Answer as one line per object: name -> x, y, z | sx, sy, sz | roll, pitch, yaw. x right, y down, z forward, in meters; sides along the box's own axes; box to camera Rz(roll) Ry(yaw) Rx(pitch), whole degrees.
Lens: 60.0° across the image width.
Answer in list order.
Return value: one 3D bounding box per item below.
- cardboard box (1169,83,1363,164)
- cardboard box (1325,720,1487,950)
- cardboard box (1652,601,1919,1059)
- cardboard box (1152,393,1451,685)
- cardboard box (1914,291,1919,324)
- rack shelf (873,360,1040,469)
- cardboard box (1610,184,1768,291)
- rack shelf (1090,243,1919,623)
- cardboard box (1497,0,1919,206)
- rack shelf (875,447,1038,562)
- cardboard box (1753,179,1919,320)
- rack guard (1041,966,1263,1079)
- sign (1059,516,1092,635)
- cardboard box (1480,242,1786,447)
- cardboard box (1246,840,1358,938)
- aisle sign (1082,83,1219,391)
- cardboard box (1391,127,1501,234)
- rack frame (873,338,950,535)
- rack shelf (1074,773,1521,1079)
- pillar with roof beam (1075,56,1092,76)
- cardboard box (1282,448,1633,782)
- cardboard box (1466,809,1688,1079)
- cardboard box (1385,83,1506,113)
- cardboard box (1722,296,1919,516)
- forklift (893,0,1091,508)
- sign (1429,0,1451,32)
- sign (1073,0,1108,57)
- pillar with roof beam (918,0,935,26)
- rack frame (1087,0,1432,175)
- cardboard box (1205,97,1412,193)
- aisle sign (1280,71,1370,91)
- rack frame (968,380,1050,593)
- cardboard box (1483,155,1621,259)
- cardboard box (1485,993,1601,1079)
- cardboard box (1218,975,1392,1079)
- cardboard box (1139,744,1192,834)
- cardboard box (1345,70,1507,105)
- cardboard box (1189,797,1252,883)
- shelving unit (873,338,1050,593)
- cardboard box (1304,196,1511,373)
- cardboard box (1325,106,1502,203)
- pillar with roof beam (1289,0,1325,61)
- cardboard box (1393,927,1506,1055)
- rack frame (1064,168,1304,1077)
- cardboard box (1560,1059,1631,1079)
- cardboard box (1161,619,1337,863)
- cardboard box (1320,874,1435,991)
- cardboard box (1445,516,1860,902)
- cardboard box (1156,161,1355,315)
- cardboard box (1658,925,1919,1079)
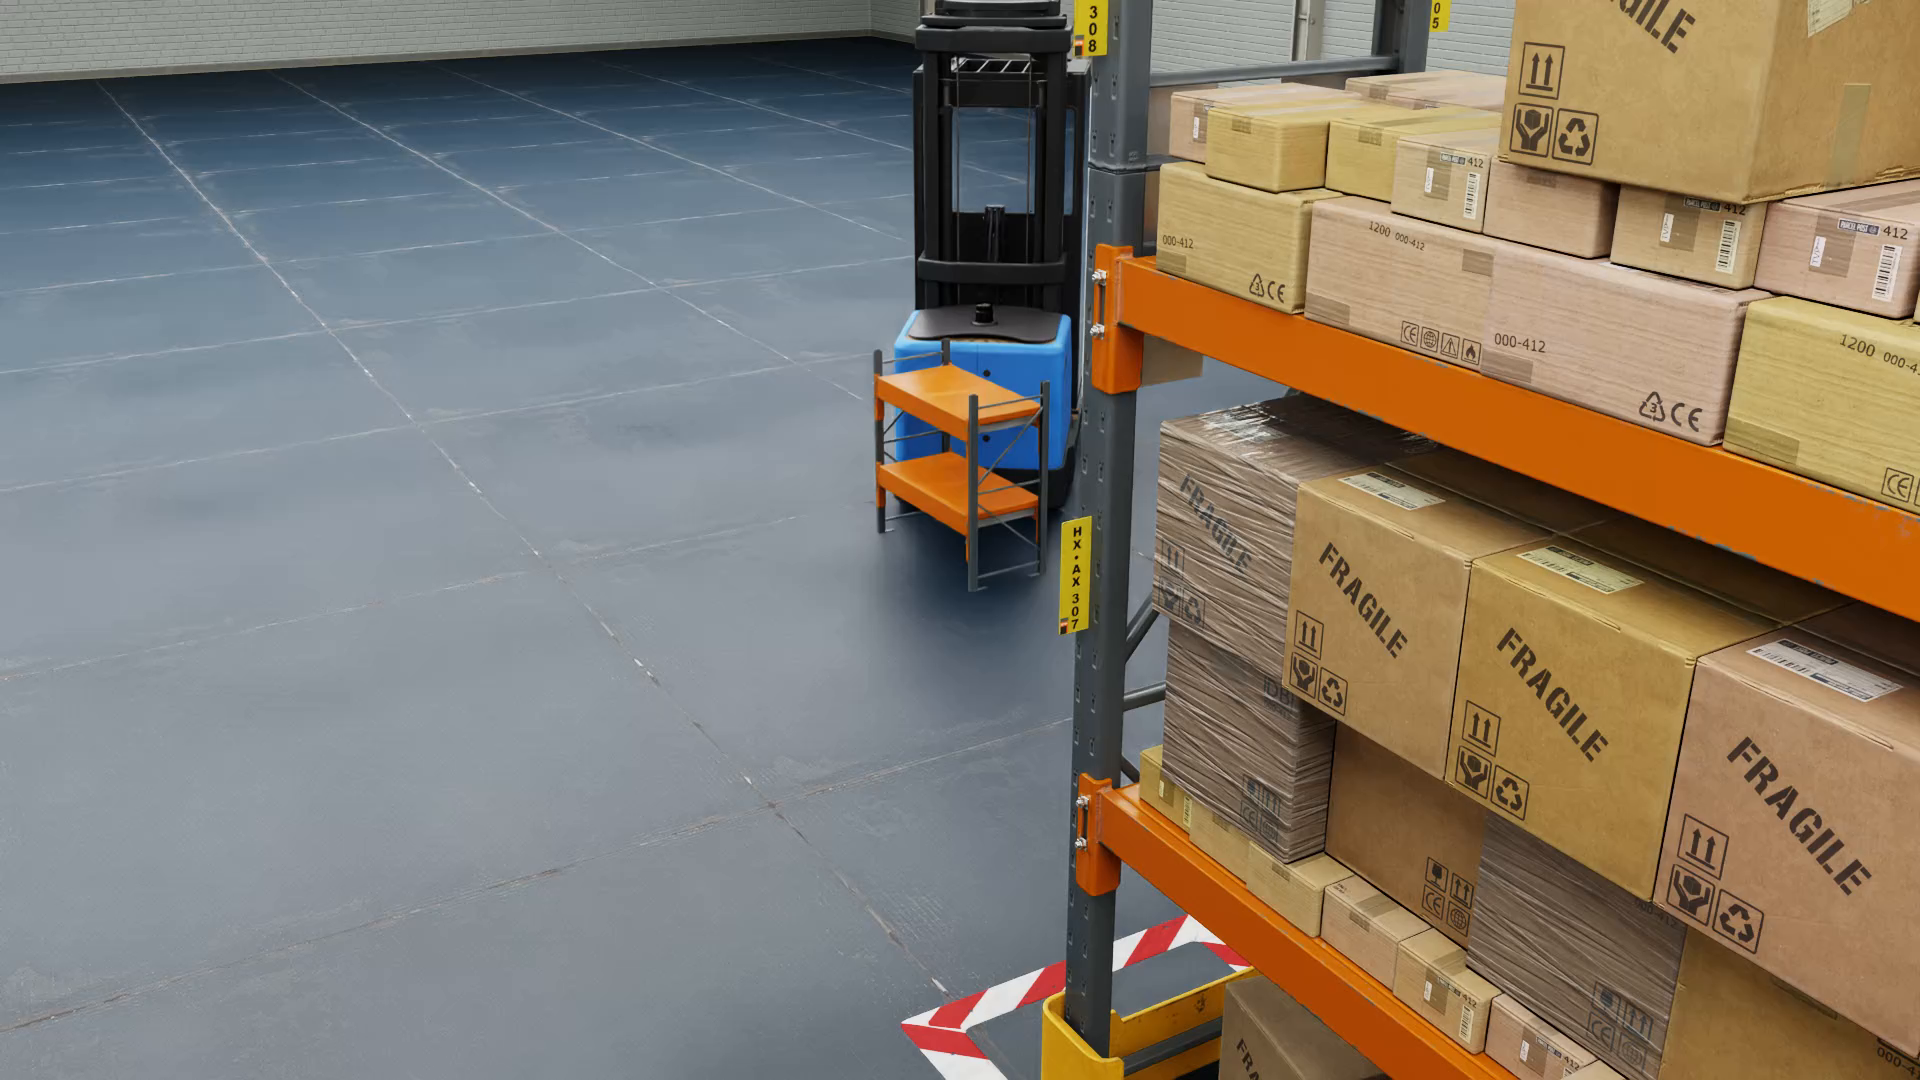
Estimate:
cardboard box -> 0.719, -0.978, 3.921 | 0.380, 0.149, 0.250 | -13, 25, -29
cardboard box -> 1.393, 0.531, 3.994 | 0.875, 0.500, 0.500 | -13, 25, -28
cardboard box -> 1.590, 0.462, 2.836 | 0.500, 0.500, 0.500 | -13, 25, -28
cardboard box -> 0.824, -0.024, 4.031 | 0.500, 0.500, 0.500 | -13, 25, -28
cardboard box -> 1.666, -0.396, 2.489 | 0.380, 0.149, 0.250 | -14, 26, -30
rack shelf -> -0.007, -0.717, 9.304 | 0.538, 0.278, 1.000 | -13, 26, -30
cardboard box -> 1.354, -0.551, 2.869 | 0.380, 0.149, 0.250 | -14, 26, -31
rack shelf -> 1.799, -0.016, 2.839 | 1.077, 0.370, 4.000 | -13, 25, -28
cardboard box -> 1.303, -0.880, 2.817 | 0.500, 0.500, 0.500 | -13, 25, -28
rack shelf -> -0.007, -0.219, 9.506 | 0.538, 0.278, 1.000 | -13, 26, -30
cardboard box -> 1.522, -0.479, 2.692 | 0.380, 0.149, 0.250 | -13, 25, -29
rack guard -> 0.816, 1.576, 5.271 | 1.175, 0.500, 0.348 | -13, 25, -28
sign -> 0.311, 0.096, 4.441 | 0.100, 0.325, 0.005 | -13, 25, -28
cardboard box -> 1.319, -0.395, 3.014 | 0.500, 0.250, 0.500 | -13, 25, -28
cardboard box -> 0.944, 0.816, 4.154 | 0.380, 0.149, 0.250 | -13, 25, -28
aisle sign -> 0.488, -0.774, 4.279 | 0.394, 0.787, 0.004 | -13, 25, -28
cardboard box -> 1.081, -0.716, 3.275 | 0.380, 0.149, 0.250 | -12, 25, -26
rack frame -> -0.278, -0.608, 9.813 | 0.500, 1.125, 0.032 | -13, 26, -30
rack shelf -> 1.799, 1.374, 3.404 | 1.077, 0.370, 4.000 | -13, 25, -28
pillar with roof beam -> -1.307, -12.125, 27.692 | 9.100, 9.000, 0.400 | -13, 25, -28
cardboard box -> 1.073, 0.139, 3.629 | 0.500, 0.500, 0.500 | -13, 25, -28
cardboard box -> 1.611, 0.701, 3.575 | 0.875, 0.500, 0.500 | -13, 25, -28
cardboard box -> 1.219, -0.975, 3.913 | 0.380, 0.149, 0.250 | -14, 26, -30
cardboard box -> 1.590, -0.227, 2.602 | 0.500, 0.250, 0.500 | -12, 25, -27
forklift -> 0.276, -2.071, 11.014 | 1.130, 2.935, 3.031 | 3, 22, 6
sign -> 1.265, -1.507, 4.376 | 0.100, 0.325, 0.005 | -13, 25, -28
sign -> 0.311, -1.297, 3.875 | 0.100, 0.325, 0.005 | -13, 25, -28
pillar with roof beam -> -4.372, -14.067, 32.470 | 9.100, 9.000, 0.400 | -13, 25, -28
rack frame -> 0.777, -2.386, 3.731 | 1.000, 3.000, 0.127 | -13, 25, -28
cardboard box -> 0.768, -0.876, 3.668 | 0.380, 0.149, 0.250 | -12, 25, -27
aisle sign -> 1.003, -0.889, 4.563 | 0.394, 0.787, 0.004 | -13, 25, -28
rack frame -> 0.264, -0.284, 9.016 | 0.500, 1.125, 0.032 | -13, 26, -30
cardboard box -> 1.202, -0.636, 3.079 | 0.380, 0.149, 0.250 | -13, 25, -28
cardboard box -> 1.362, 1.051, 3.576 | 0.380, 0.149, 0.250 | -13, 25, -28
cardboard box -> 1.082, 1.562, 4.747 | 0.500, 0.500, 0.500 | -8, 23, -18
cardboard box -> 0.718, 0.648, 4.568 | 0.380, 0.149, 0.250 | -13, 25, -28
cardboard box -> 1.187, -1.082, 4.176 | 0.380, 0.149, 0.250 | -13, 25, -28
cardboard box -> 0.829, 0.732, 4.360 | 0.380, 0.149, 0.250 | -13, 25, -28
shelving unit -> -0.007, -0.446, 9.414 | 0.538, 1.125, 1.048 | -13, 26, -30
cardboard box -> 1.070, -0.556, 3.411 | 0.500, 0.250, 0.500 | -13, 26, -29
cardboard box -> 1.003, -0.818, 3.526 | 0.380, 0.149, 0.250 | -13, 26, -29
pillar with roof beam -> 1.758, -10.183, 22.913 | 9.100, 9.000, 0.400 | -13, 25, -28
cardboard box -> 1.211, 0.975, 3.762 | 0.380, 0.149, 0.250 | -13, 25, -28
rack frame -> 0.777, 0.393, 4.861 | 1.000, 3.000, 0.127 | -13, 25, -28
cardboard box -> 1.401, 1.152, 3.328 | 0.380, 0.149, 0.250 | -13, 25, -28
cardboard box -> 1.035, 0.392, 4.335 | 0.875, 0.500, 0.500 | -13, 25, -28
cardboard box -> 1.089, 0.893, 3.965 | 0.380, 0.149, 0.250 | -13, 25, -28
cardboard box -> 1.330, 0.301, 3.232 | 0.500, 0.500, 0.500 | -13, 25, -28
cardboard box -> 0.801, -0.721, 3.818 | 0.500, 0.250, 0.500 | -12, 25, -27
cardboard box -> 1.857, 0.865, 3.171 | 0.875, 0.500, 0.500 | -13, 25, -28
